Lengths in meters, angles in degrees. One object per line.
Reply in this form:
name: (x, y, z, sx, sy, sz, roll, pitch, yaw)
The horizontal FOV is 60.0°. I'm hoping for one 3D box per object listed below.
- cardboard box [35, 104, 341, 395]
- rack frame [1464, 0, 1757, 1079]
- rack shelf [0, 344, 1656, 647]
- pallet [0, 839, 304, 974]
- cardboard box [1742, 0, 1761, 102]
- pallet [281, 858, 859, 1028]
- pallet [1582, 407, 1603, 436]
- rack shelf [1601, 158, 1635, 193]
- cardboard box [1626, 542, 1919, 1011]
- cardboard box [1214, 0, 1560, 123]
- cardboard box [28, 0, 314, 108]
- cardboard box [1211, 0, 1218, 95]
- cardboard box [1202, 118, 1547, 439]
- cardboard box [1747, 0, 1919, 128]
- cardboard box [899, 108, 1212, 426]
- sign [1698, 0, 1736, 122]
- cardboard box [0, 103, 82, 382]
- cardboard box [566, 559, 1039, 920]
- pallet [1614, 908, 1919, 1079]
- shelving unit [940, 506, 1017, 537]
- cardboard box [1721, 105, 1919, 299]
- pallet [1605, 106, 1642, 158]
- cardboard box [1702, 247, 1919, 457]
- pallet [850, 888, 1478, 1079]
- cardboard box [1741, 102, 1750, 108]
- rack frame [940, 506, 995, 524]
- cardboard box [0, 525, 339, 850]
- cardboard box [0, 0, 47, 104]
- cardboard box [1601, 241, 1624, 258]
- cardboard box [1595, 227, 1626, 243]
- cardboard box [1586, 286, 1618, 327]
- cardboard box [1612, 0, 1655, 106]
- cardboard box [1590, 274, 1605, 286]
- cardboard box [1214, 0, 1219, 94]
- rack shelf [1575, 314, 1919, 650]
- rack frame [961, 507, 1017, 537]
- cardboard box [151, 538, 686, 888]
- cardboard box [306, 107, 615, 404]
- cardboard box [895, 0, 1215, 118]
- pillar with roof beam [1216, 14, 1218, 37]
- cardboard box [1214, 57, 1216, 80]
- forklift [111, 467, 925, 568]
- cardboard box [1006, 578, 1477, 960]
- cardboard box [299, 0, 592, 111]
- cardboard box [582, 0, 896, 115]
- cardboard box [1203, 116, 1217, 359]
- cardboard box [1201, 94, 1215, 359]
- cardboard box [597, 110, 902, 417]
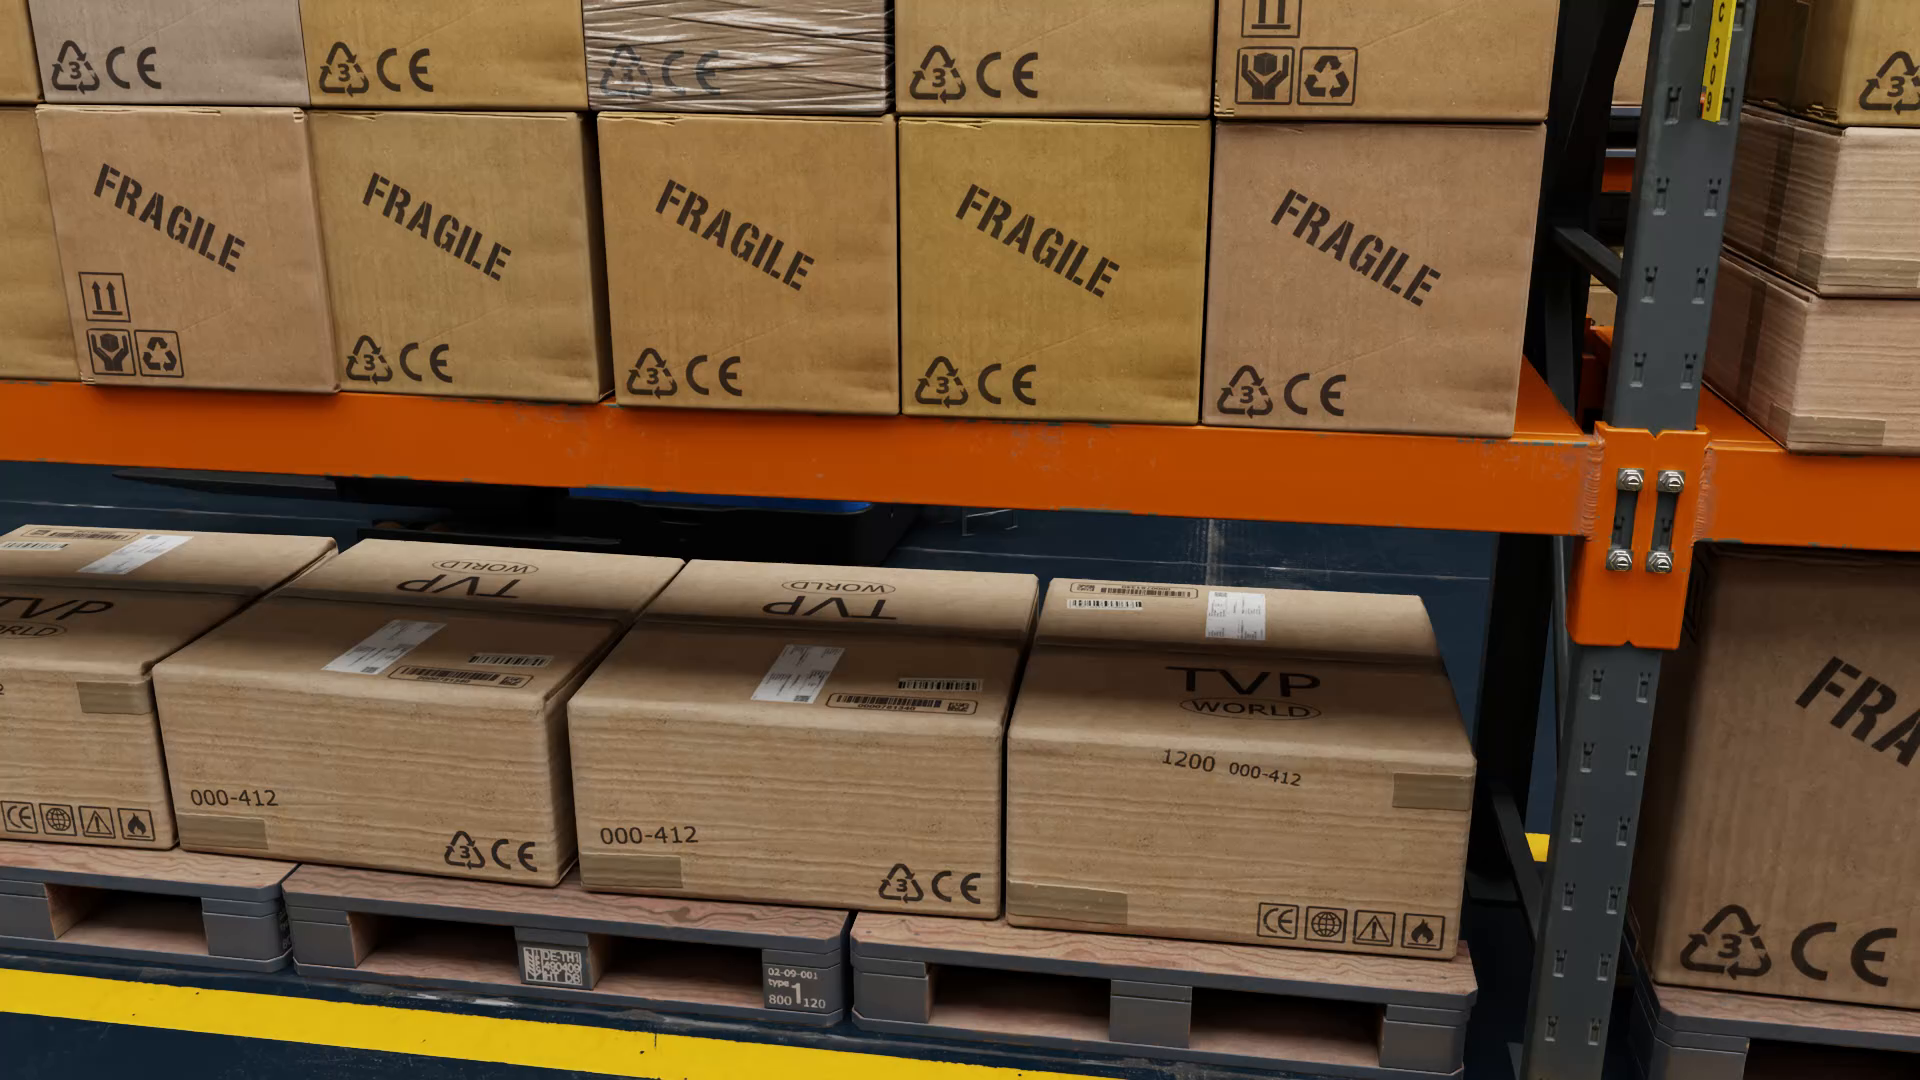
cardboard box: (-1.329, -0.586, 3.169, 0.500, 0.500, 0.500, 3, 19, 8)
rack frame: (1.189, -0.499, 3.067, 0.127, 3.000, 1.000, 3, 19, 9)
rack shelf: (-0.786, -0.258, 3.482, 4.000, 0.370, 1.077, 3, 19, 9)
pallet: (-1.959, 0.638, 4.064, 1.213, 0.211, 1.003, 3, 19, 9)
cardboard box: (1.670, -1.077, 3.060, 0.500, 0.500, 0.500, 4, 19, 10)
pallet: (-0.758, 0.700, 3.878, 1.213, 0.211, 1.003, 3, 19, 9)
pallet: (2.781, -0.703, 8.071, 1.213, 0.211, 1.003, 3, 19, 9)
rack shelf: (3.947, -1.612, 7.529, 4.000, 0.370, 1.077, 3, 19, 9)
cardboard box: (1.814, 0.316, 3.319, 0.875, 0.875, 0.875, 4, 19, 10)
cardboard box: (0.679, -0.958, 2.705, 0.500, 0.500, 0.500, 3, 19, 8)
cardboard box: (-1.311, -1.061, 3.014, 0.500, 0.500, 0.500, 3, 19, 8)
cardboard box: (0.259, -1.148, 3.273, 0.500, 0.500, 0.500, 3, 19, 8)
cardboard box: (0.690, -0.490, 2.882, 0.500, 0.500, 0.500, 3, 19, 9)
cardboard box: (1.578, -0.908, 2.557, 0.500, 0.500, 0.500, 3, 19, 9)
cardboard box: (0.181, -0.514, 2.954, 0.500, 0.500, 0.500, 2, 19, 7)
sign: (1.102, -0.773, 2.397, 0.005, 0.325, 0.100, 3, 19, 9)
cardboard box: (-1.828, -0.617, 3.262, 0.500, 0.500, 0.500, 3, 19, 8)
cardboard box: (-0.298, 0.407, 3.736, 0.875, 0.438, 0.875, 2, 19, 7)
pallet: (1.963, 0.839, 3.464, 1.213, 0.211, 1.003, 3, 19, 9)
shelving unit: (0.072, -0.624, 6.276, 0.258, 1.200, 0.189, -9, 21, -26)
cardboard box: (1.578, -0.554, 2.681, 0.500, 0.250, 0.500, 2, 19, 7)
pallet: (2.744, -1.889, 7.523, 1.213, 0.211, 1.003, 3, 19, 9)
cardboard box: (1.581, -0.323, 2.778, 0.500, 0.250, 0.500, 2, 19, 7)
pallet: (0.450, 0.761, 3.697, 1.213, 0.211, 1.003, 3, 19, 9)
cardboard box: (1.663, -0.719, 3.173, 0.500, 0.250, 0.500, 3, 19, 9)
rack frame: (0.030, -0.649, 6.353, 0.240, 1.200, 0.006, -9, 21, -26)
cardboard box: (-2.093, 0.317, 4.003, 0.875, 0.438, 0.875, 2, 19, 7)
cardboard box: (-1.821, -1.085, 3.084, 0.500, 0.500, 0.500, 2, 19, 7)
cardboard box: (3.098, -1.266, 7.614, 0.250, 0.149, 0.380, 3, 19, 8)
cardboard box: (3.140, -1.422, 8.080, 0.250, 0.149, 0.380, 2, 19, 6)
cardboard box: (2.942, -0.949, 7.691, 0.500, 0.500, 0.500, 3, 19, 8)
cardboard box: (2.926, -2.180, 7.273, 0.500, 0.500, 0.700, 3, 19, 9)
cardboard box: (2.825, -1.275, 7.642, 0.250, 0.149, 0.380, 2, 19, 6)
cardboard box: (0.757, -1.120, 3.191, 0.500, 0.500, 0.500, 3, 19, 9)
rack shelf: (3.163, -0.057, 2.880, 4.000, 0.370, 1.077, 3, 19, 9)
rack frame: (0.113, -0.598, 6.199, 0.240, 1.200, 0.006, -9, 21, -26)
cardboard box: (-1.188, 0.361, 3.873, 0.875, 0.438, 0.875, 3, 19, 10)
cardboard box: (-0.832, -0.566, 3.109, 0.500, 0.500, 0.500, 4, 19, 10)
cardboard box: (0.179, -0.986, 2.789, 0.500, 0.500, 0.500, 3, 19, 8)
pillar with roof beam: (0.745, -3.868, 3.681, 0.400, 9.000, 9.100, 3, 19, 9)
cardboard box: (0.934, -2.094, 7.602, 0.500, 0.250, 0.500, 3, 19, 9)
forklift: (-1.697, -1.436, 5.975, 3.031, 2.935, 1.130, 4, 19, 11)
cardboard box: (0.586, 0.452, 3.602, 0.875, 0.438, 0.875, 3, 19, 8)
cardboard box: (-0.818, -1.036, 2.940, 0.500, 0.500, 0.500, 3, 19, 9)
cardboard box: (-0.325, -1.009, 2.857, 0.500, 0.500, 0.500, 3, 19, 9)
cardboard box: (0.767, -0.652, 3.367, 0.500, 0.500, 0.500, 4, 19, 10)
cardboard box: (0.271, -0.679, 3.446, 0.500, 0.500, 0.500, 3, 19, 9)
cardboard box: (-0.317, -0.535, 3.016, 0.500, 0.500, 0.500, 3, 19, 8)
